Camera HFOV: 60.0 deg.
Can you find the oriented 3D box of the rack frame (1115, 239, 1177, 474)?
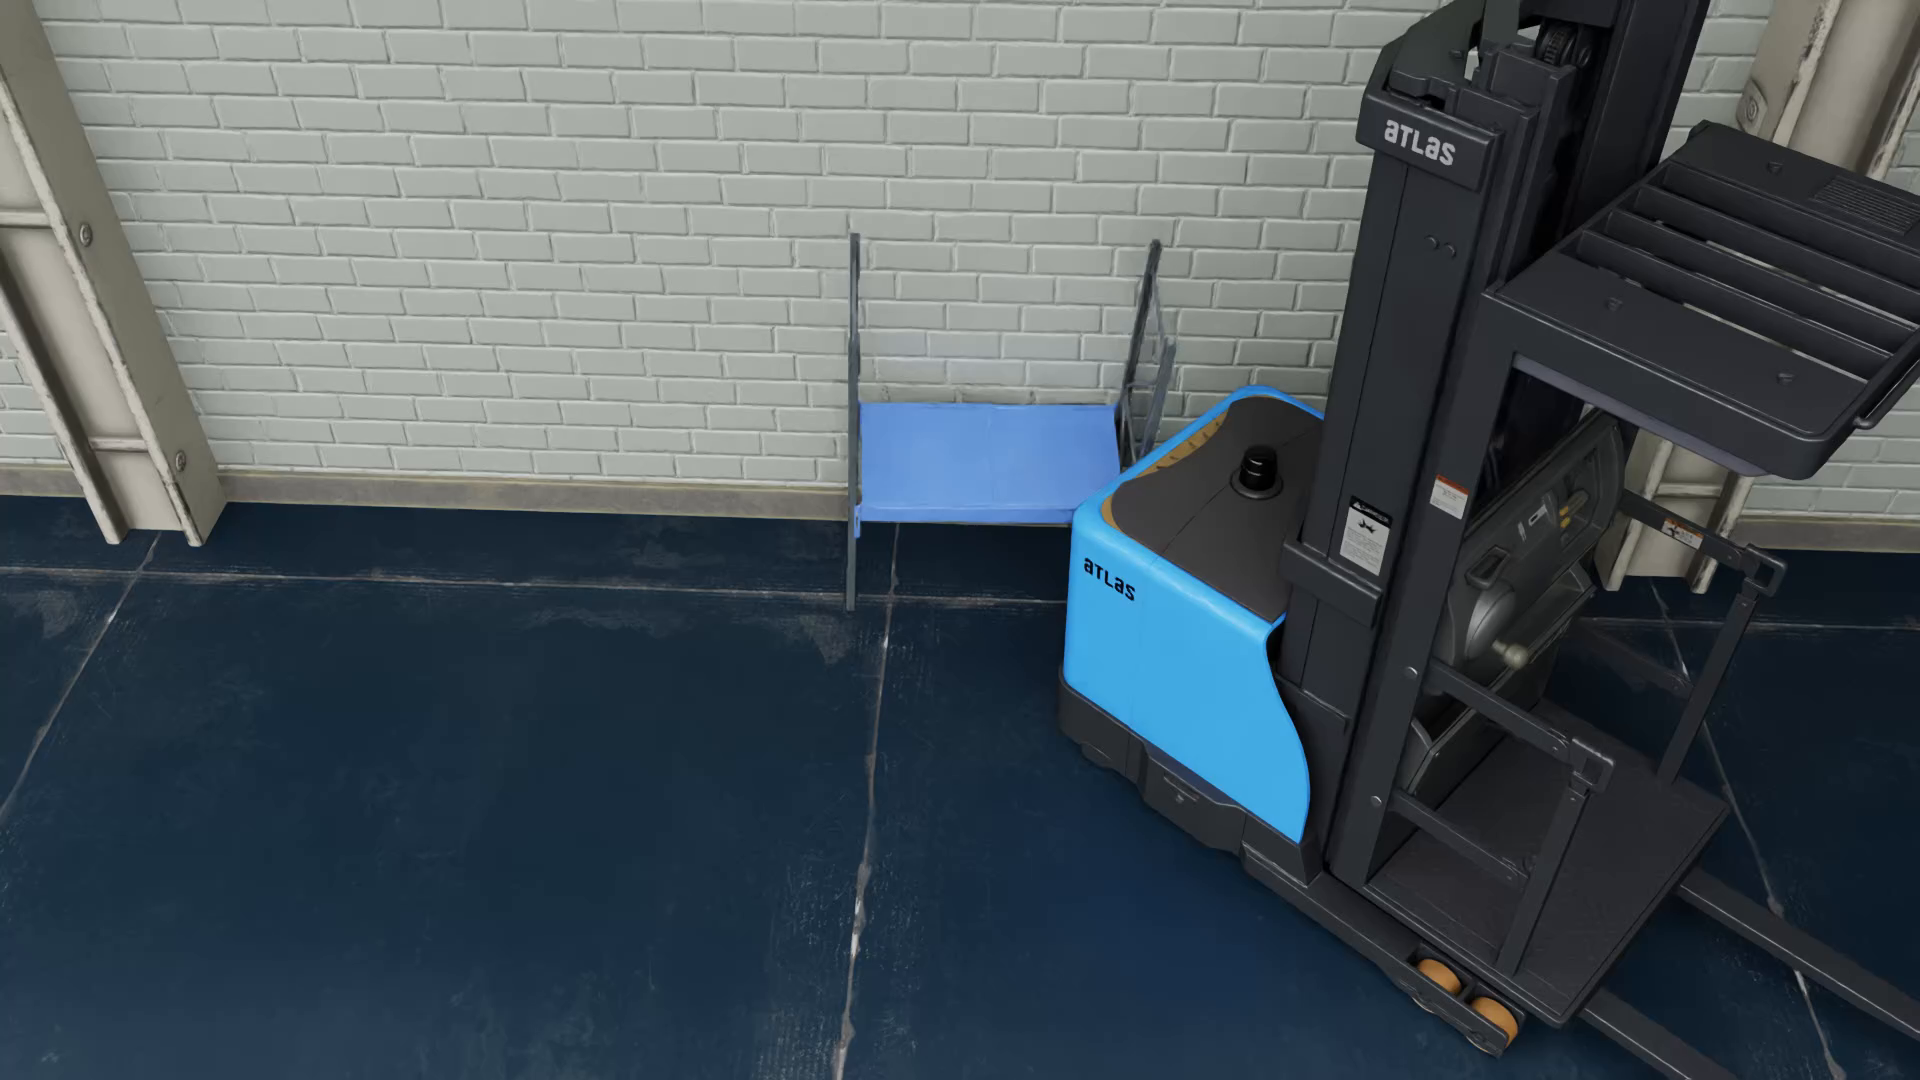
[{"bbox_3d":[0.627,-0.368,6.076,0.032,1.500,0.500,0,53,-4],"label":"rack frame"}]

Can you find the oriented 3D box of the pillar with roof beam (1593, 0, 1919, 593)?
[{"bbox_3d":[2.546,-0.263,0.430,0.400,9.000,9.100,2,43,2],"label":"pillar with roof beam"}]

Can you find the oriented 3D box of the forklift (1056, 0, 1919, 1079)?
[{"bbox_3d":[1.752,0.082,4.512,3.031,2.935,1.130,33,52,31],"label":"forklift"}]

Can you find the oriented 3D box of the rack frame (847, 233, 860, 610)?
[{"bbox_3d":[-0.387,-0.376,6.005,0.032,1.500,0.500,0,53,-4],"label":"rack frame"}]

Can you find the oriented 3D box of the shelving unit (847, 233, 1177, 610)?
[{"bbox_3d":[0.120,-0.372,6.041,1.048,1.500,0.538,0,53,-4],"label":"shelving unit"}]

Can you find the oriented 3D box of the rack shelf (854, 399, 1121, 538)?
[{"bbox_3d":[0.109,-0.265,6.184,1.000,0.185,0.538,0,53,-4],"label":"rack shelf"}]

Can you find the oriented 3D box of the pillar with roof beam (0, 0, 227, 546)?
[{"bbox_3d":[-3.448,-0.447,0.628,0.400,9.000,9.100,2,43,2],"label":"pillar with roof beam"}]
